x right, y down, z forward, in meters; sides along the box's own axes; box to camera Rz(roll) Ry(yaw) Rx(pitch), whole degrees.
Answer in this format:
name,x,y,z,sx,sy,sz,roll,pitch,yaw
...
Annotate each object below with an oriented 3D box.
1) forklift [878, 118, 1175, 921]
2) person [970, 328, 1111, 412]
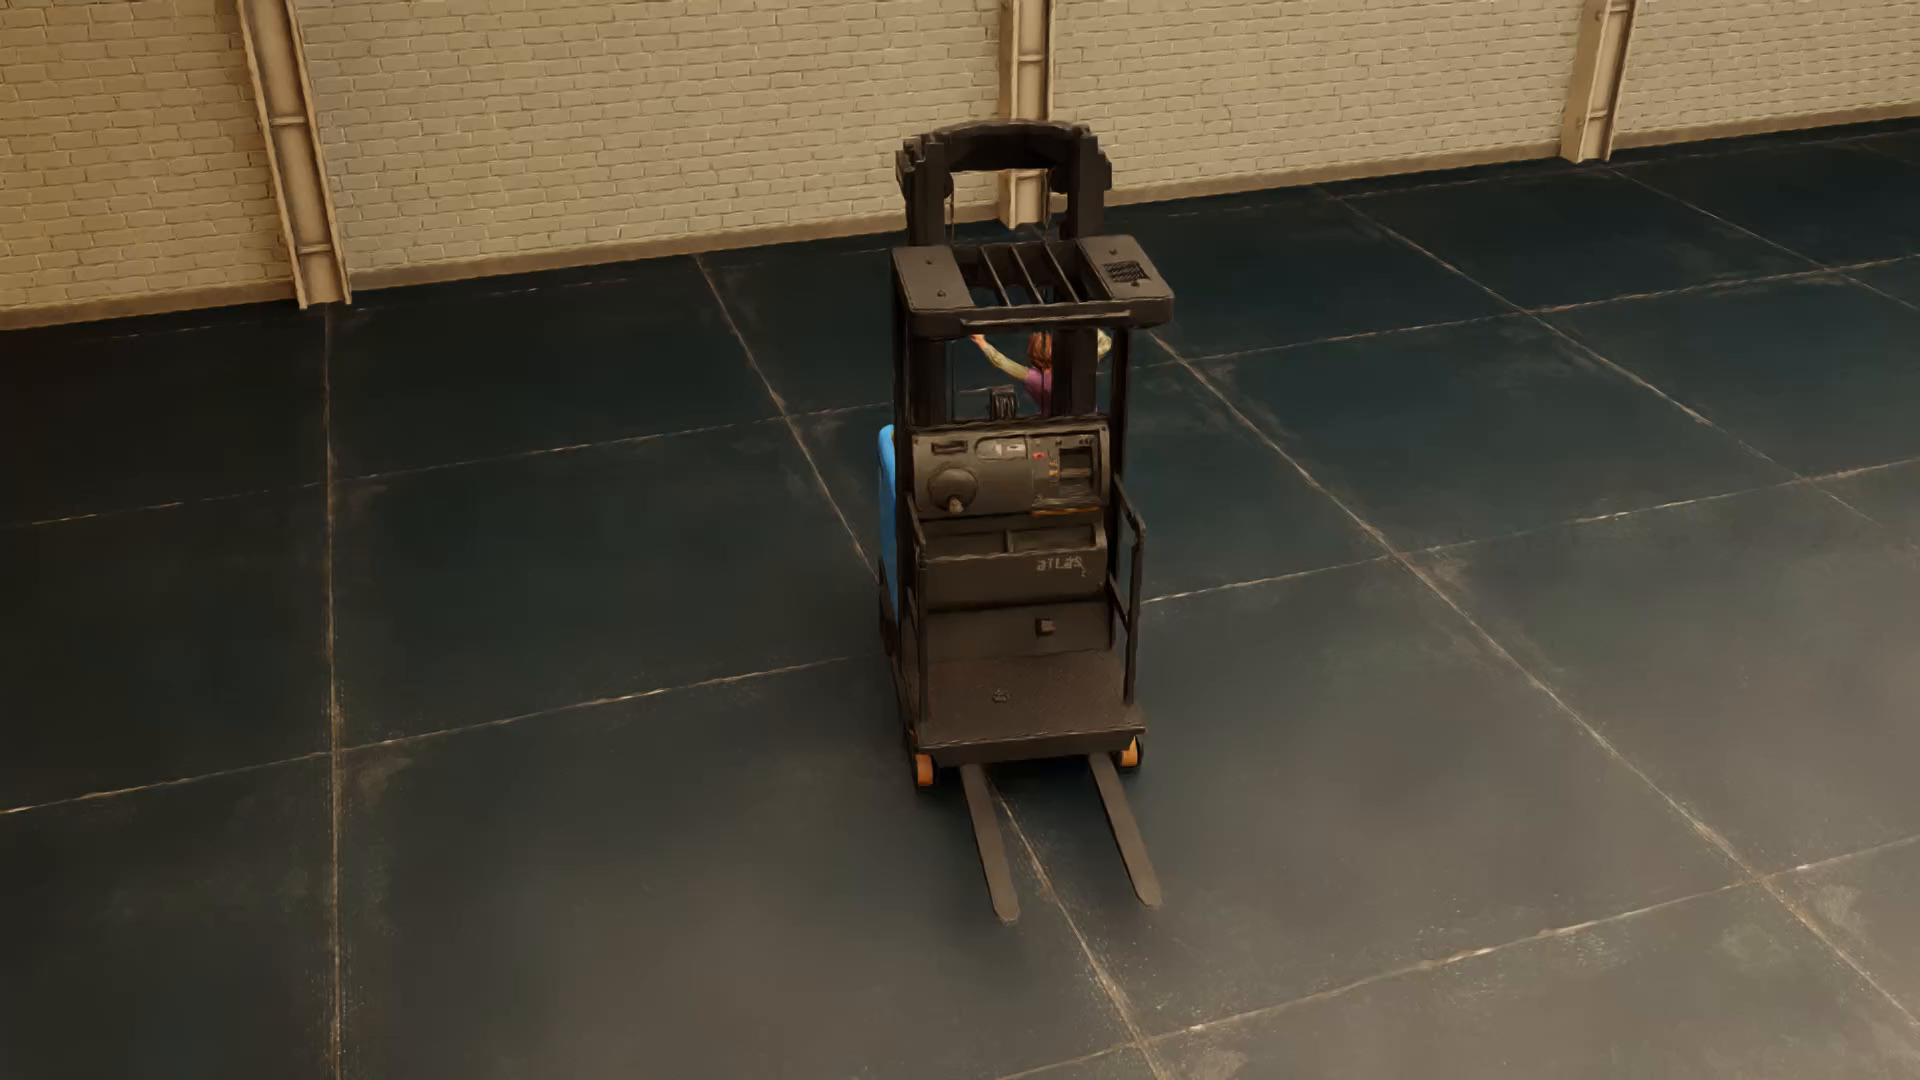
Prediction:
name,x,y,z,sx,sy,sz,roll,pitch,yaw
forklift,0.276,-0.280,7.574,1.130,2.935,3.031,-4,30,-8
person,0.568,-0.758,10.034,0.766,1.351,0.942,-18,34,-28
